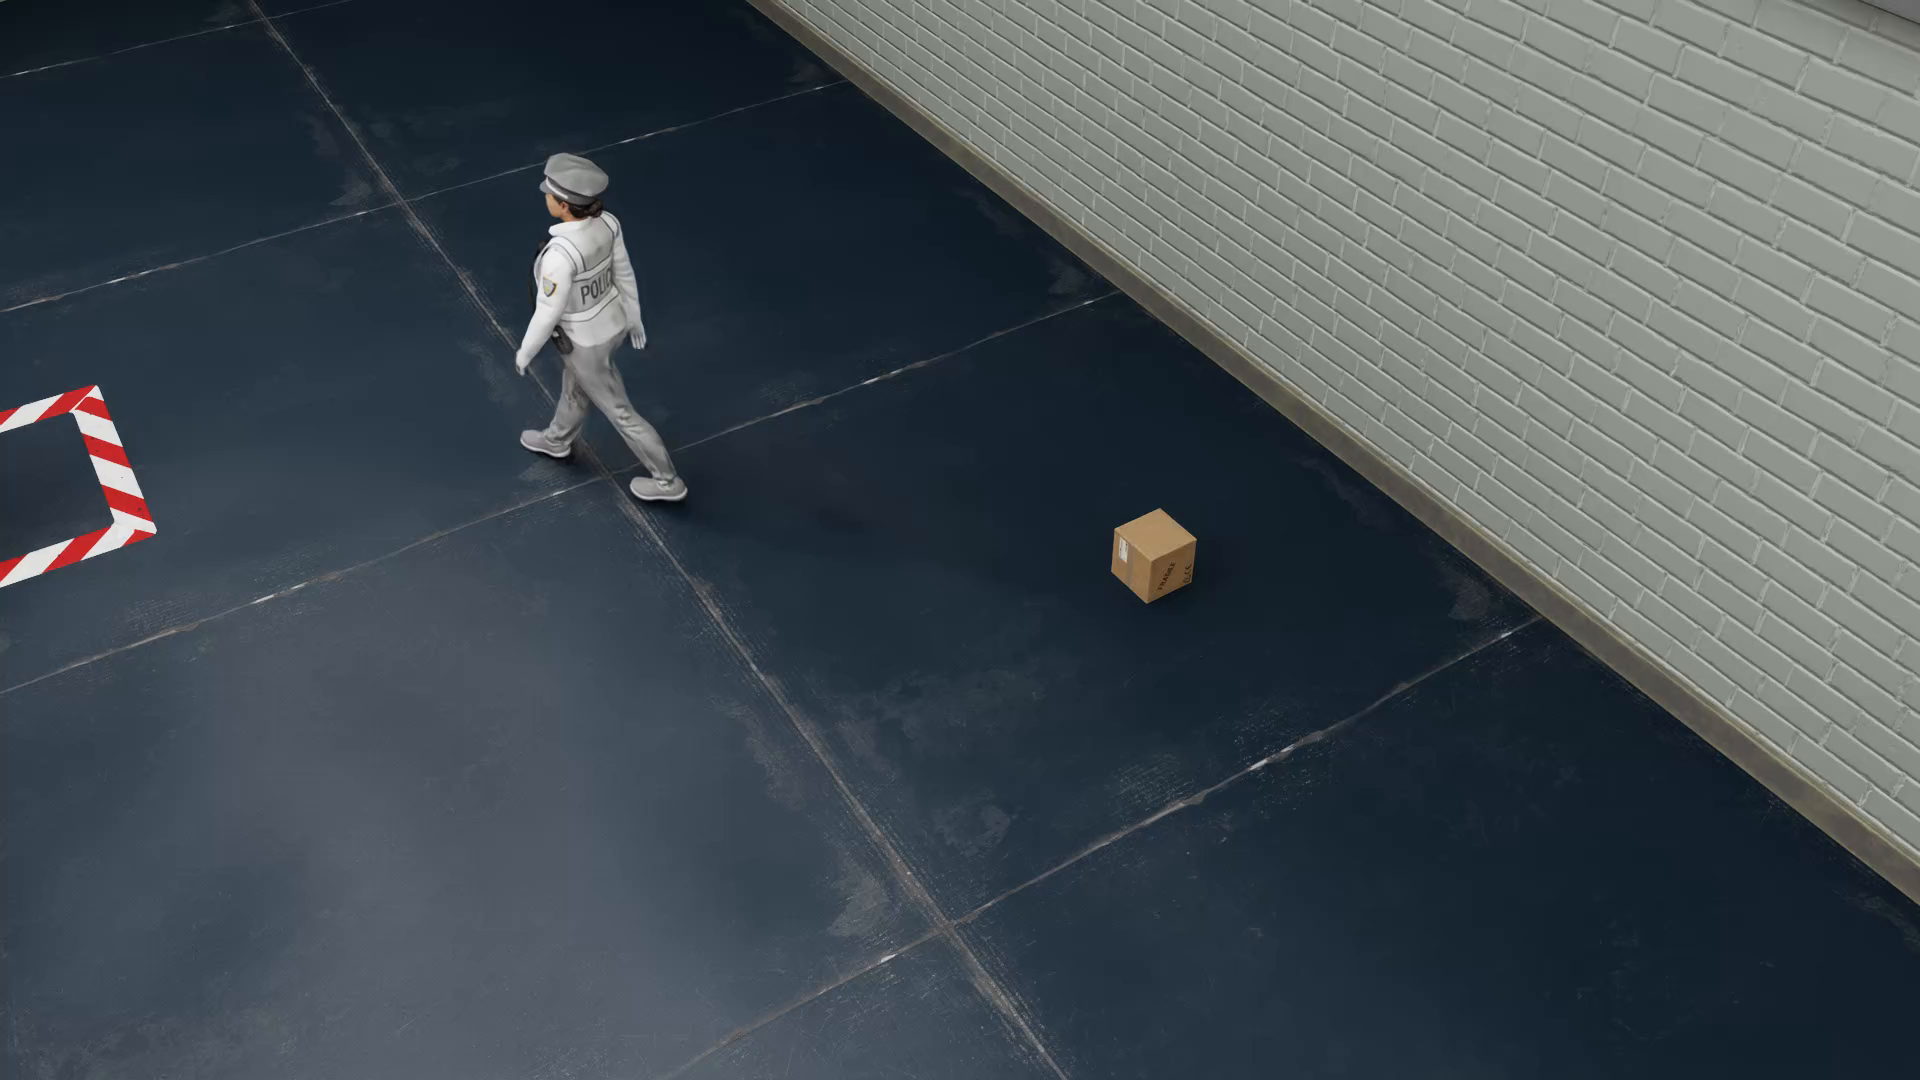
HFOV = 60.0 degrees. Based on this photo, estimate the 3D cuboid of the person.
[{"bbox_3d":[-1.684,-0.905,7.156,0.937,1.636,0.517,13,43,14],"label":"person"}]
